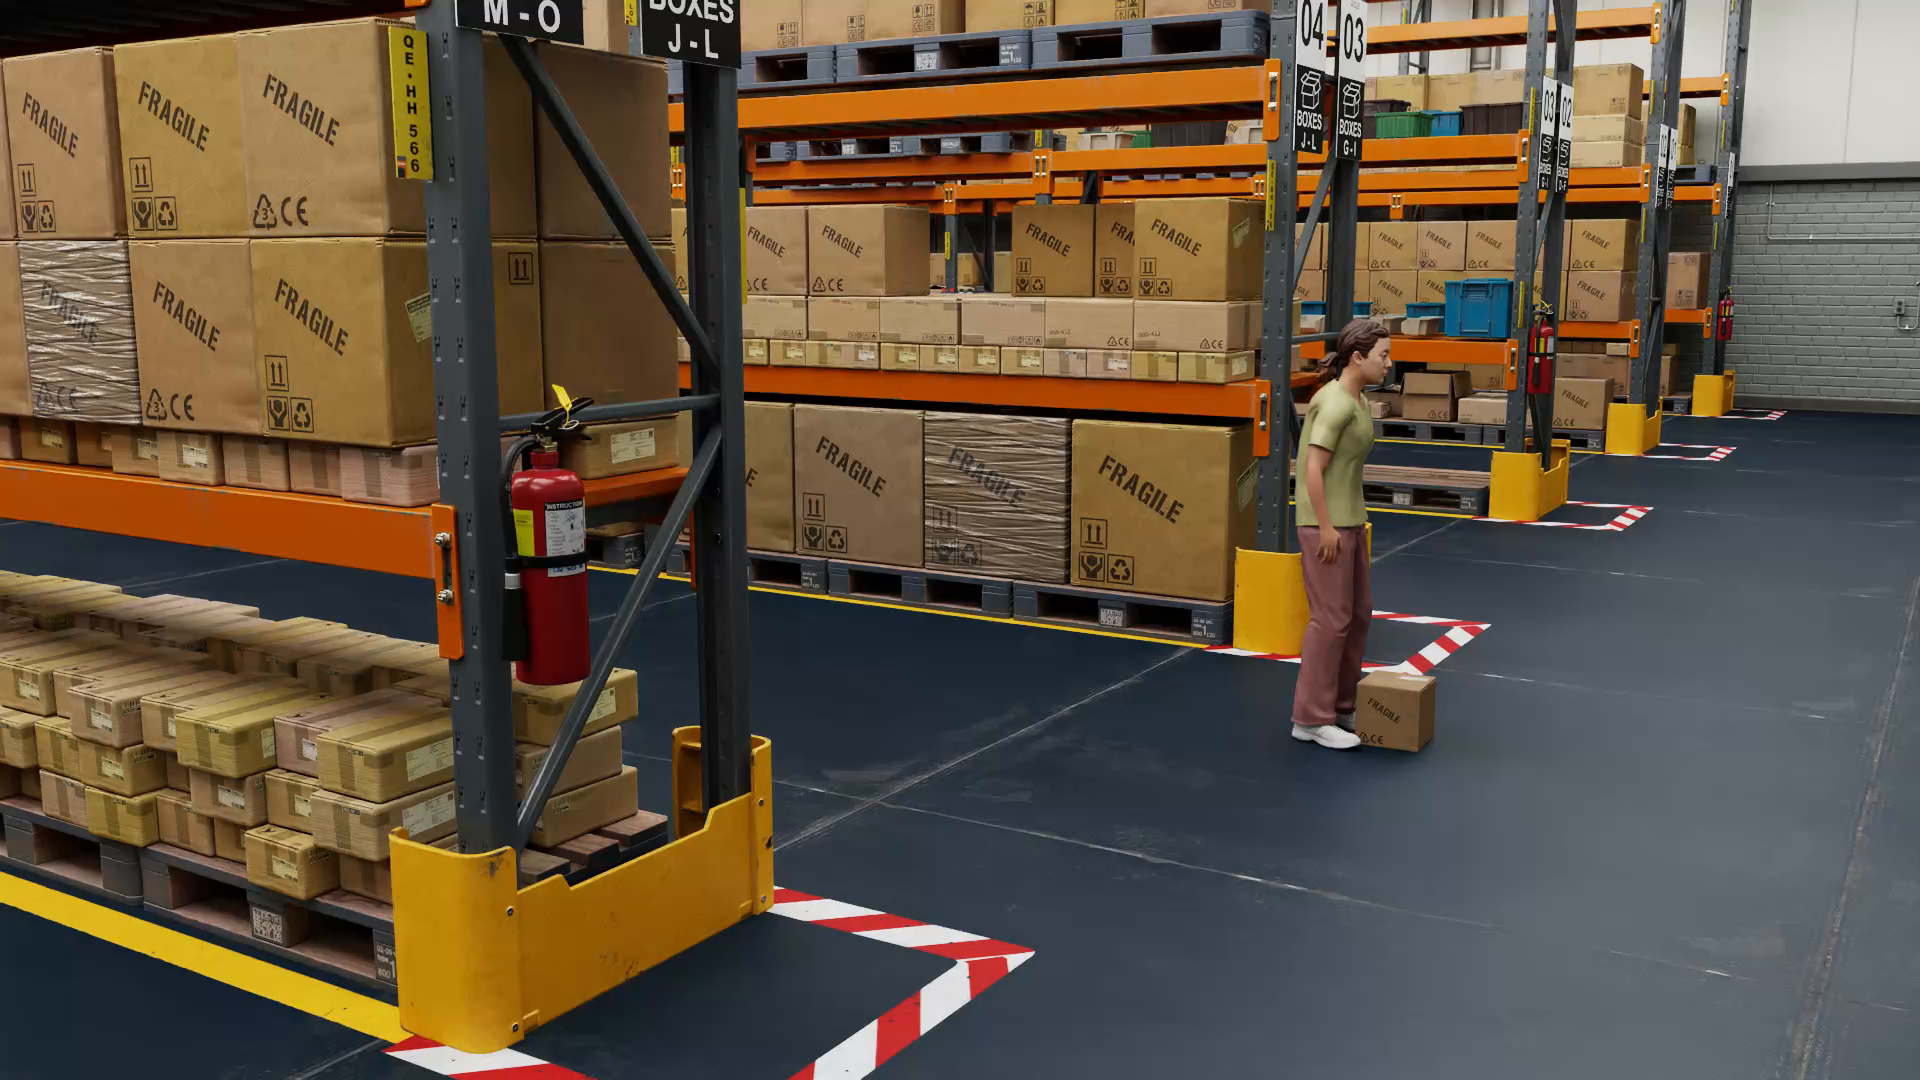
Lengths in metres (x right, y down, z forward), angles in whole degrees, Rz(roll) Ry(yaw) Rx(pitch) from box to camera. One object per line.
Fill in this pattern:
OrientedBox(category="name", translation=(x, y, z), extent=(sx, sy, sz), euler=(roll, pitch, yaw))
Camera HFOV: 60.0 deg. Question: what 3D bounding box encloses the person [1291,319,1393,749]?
OrientedBox(category="person", translation=(1.526, -0.042, 6.643), extent=(0.364, 1.671, 0.520), euler=(5, 11, 27))
